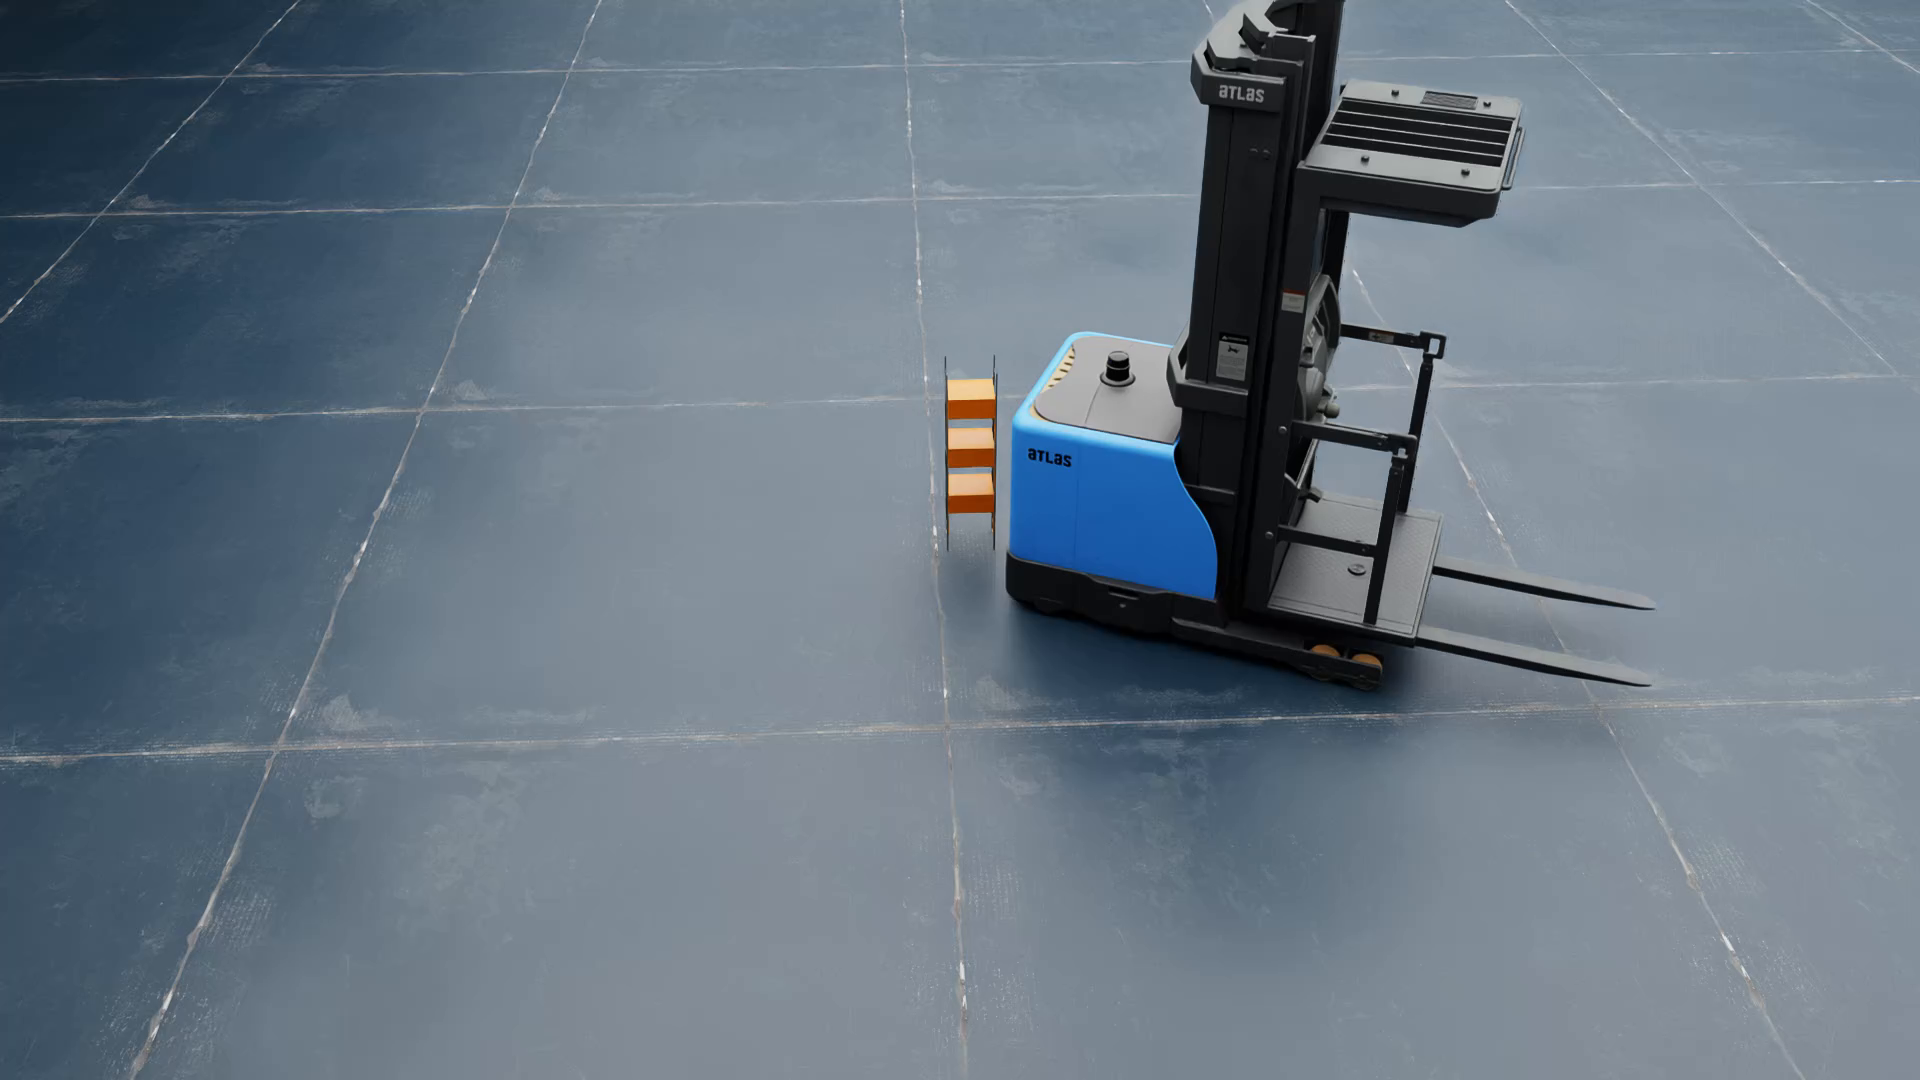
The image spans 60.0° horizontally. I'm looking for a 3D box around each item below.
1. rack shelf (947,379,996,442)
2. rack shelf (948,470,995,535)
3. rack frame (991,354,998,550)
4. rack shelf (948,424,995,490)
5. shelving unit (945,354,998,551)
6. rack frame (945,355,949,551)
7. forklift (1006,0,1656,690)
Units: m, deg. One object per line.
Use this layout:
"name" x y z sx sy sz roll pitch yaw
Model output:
"rack shelf" 0.053 -0.658 8.334 0.240 0.259 0.215 -2 35 -2
"rack shelf" 0.053 -0.196 8.654 0.240 0.259 0.215 -2 35 -2
"rack frame" 0.175 -0.436 8.494 0.008 1.050 0.200 -2 35 -2
"rack shelf" 0.053 -0.424 8.496 0.240 0.259 0.215 -2 35 -2
"shelving unit" 0.053 -0.433 8.490 0.252 1.050 0.215 -2 35 -2
"rack frame" -0.068 -0.430 8.485 0.008 1.050 0.200 -2 35 -2
"forklift" 1.800 -0.849 7.438 3.031 2.935 1.130 12 36 17
